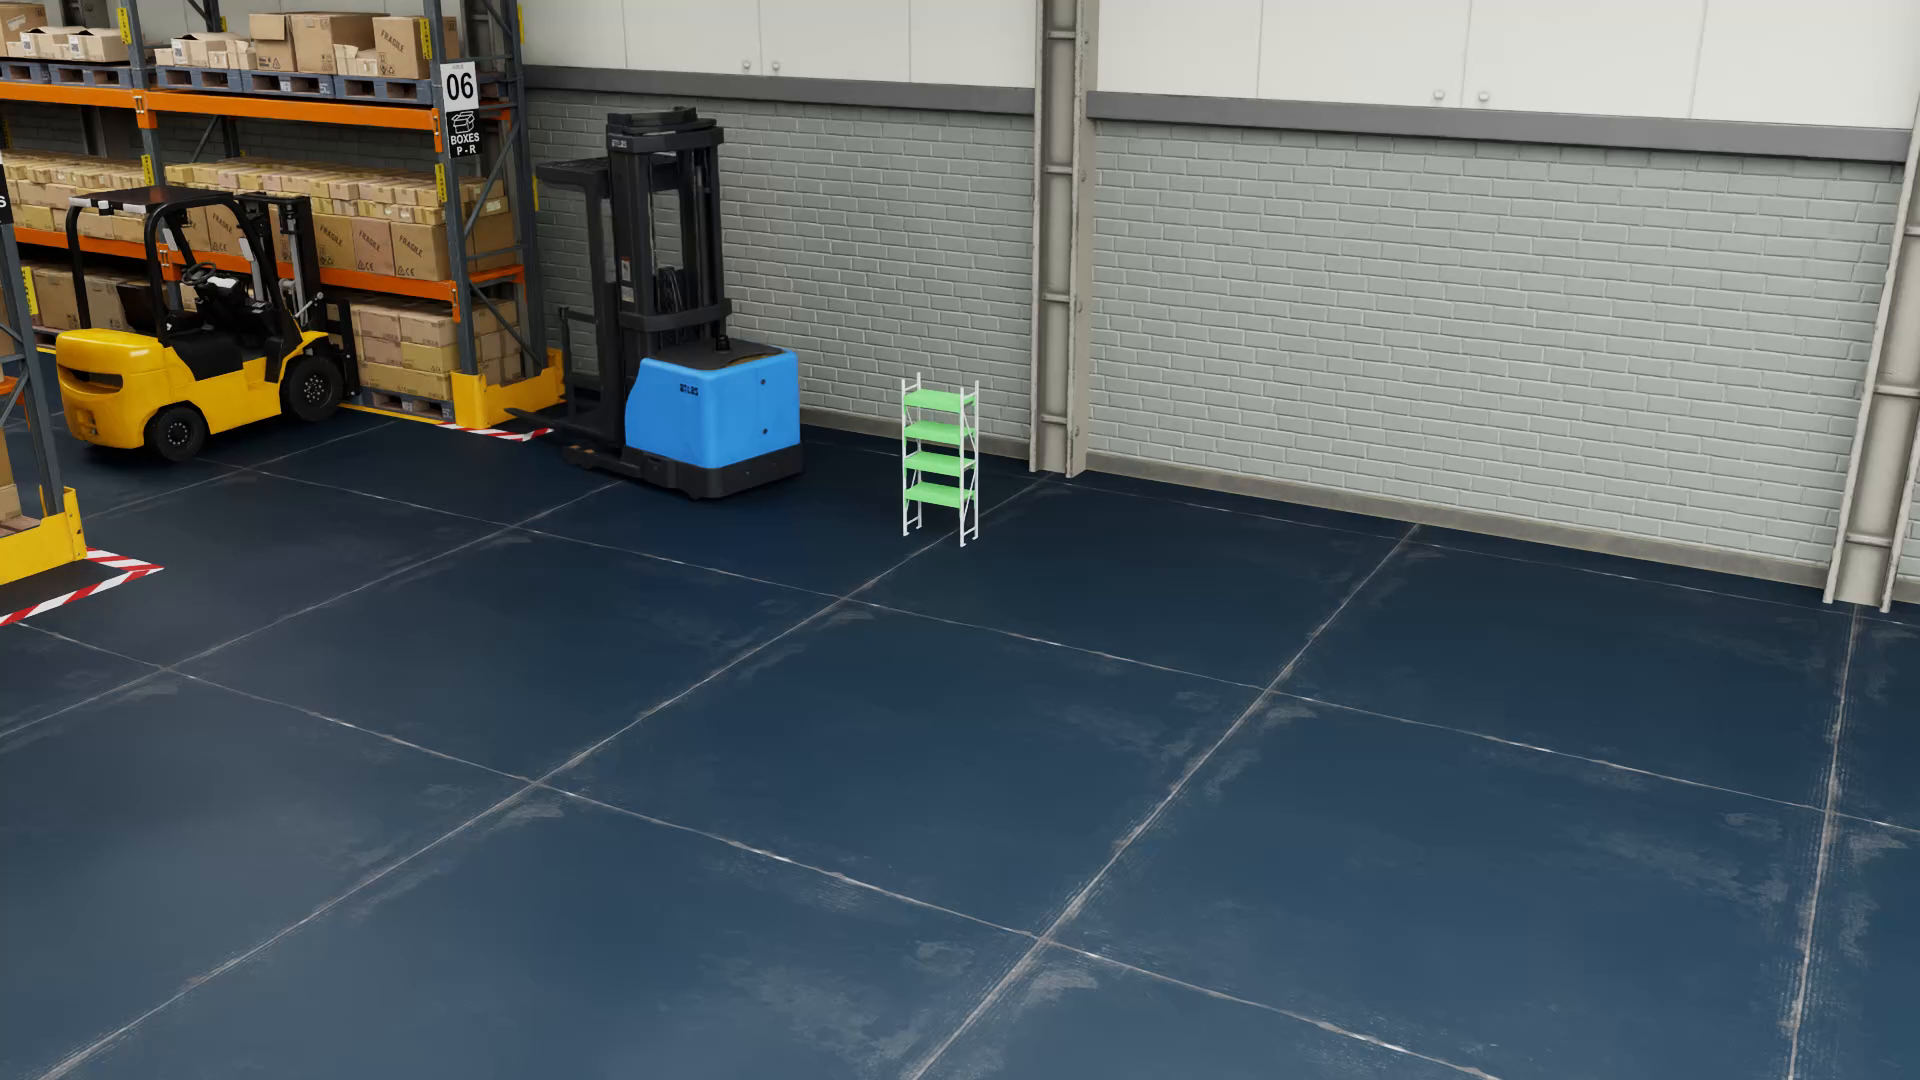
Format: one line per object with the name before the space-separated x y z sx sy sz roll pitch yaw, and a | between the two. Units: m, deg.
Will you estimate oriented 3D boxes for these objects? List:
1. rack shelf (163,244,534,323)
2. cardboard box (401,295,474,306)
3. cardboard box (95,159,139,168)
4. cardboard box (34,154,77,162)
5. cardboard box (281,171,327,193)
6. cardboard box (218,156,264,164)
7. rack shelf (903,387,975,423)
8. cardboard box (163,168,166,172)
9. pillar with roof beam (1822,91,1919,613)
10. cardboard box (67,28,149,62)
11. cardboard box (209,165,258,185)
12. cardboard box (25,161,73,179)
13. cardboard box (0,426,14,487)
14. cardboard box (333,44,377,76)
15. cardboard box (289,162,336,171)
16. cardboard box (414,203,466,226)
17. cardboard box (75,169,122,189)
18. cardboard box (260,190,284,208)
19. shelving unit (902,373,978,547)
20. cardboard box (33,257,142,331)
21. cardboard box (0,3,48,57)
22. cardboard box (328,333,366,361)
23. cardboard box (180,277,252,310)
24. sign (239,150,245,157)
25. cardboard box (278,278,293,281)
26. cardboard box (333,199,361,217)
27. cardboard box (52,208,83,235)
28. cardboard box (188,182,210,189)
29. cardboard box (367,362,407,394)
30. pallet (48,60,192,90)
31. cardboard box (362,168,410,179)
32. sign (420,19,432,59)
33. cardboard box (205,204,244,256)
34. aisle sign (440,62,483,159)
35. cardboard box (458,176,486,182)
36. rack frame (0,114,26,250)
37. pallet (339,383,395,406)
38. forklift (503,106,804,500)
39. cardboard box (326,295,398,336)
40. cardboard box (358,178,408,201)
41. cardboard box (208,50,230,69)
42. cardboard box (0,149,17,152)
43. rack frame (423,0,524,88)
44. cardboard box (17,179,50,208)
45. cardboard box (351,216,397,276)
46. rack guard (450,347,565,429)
rack shelf | -5.991 -2.610 16.218 4.000 0.370 1.077 11 23 27
cardboard box | -5.010 -2.209 16.007 0.500 0.250 0.500 11 23 27
cardboard box | -9.026 -3.983 17.849 0.250 0.149 0.380 11 22 27
cardboard box | -9.928 -4.146 18.299 0.250 0.149 0.380 11 22 27
cardboard box | -6.214 -3.405 15.819 0.250 0.149 0.380 11 23 28
cardboard box | -7.311 -3.810 16.935 0.250 0.149 0.380 11 23 27
rack shelf | -0.145 -0.983 12.094 0.480 0.148 0.258 11 23 27
cardboard box | -8.148 -3.816 17.388 0.250 0.149 0.380 10 22 26
pillar with roof beam | 3.964 -2.543 6.179 0.400 9.000 9.100 11 23 27
cardboard box | -8.487 -4.942 16.559 0.500 0.311 0.500 10 22 26
cardboard box | -7.104 -3.575 16.289 0.250 0.149 0.380 10 22 26
cardboard box | -9.688 -3.932 17.707 0.250 0.149 0.380 11 23 27
cardboard box | -7.253 -0.615 11.979 0.500 0.500 0.500 10 22 26
cardboard box | -5.338 -4.297 14.848 0.258 0.266 0.396 11 23 27
cardboard box | -6.409 -3.644 16.477 0.250 0.149 0.380 10 22 26
cardboard box | -4.684 -2.942 14.979 0.250 0.149 0.380 11 23 28
cardboard box | -8.860 -3.722 17.129 0.250 0.149 0.380 10 22 26
cardboard box | -6.483 -3.280 15.912 0.250 0.149 0.380 10 22 26
shelving unit | -0.145 -0.592 12.236 0.503 1.200 0.258 11 23 27
cardboard box | -9.529 -2.702 18.280 0.625 0.625 0.875 10 22 25
cardboard box | -9.827 -5.286 17.230 0.500 0.500 0.500 11 23 29
cardboard box | -5.716 -1.910 15.915 0.500 0.250 0.500 10 22 26
cardboard box | -7.467 -2.482 16.759 0.500 0.250 0.500 10 22 26
sign | -7.467 -3.891 17.307 0.005 0.325 0.100 11 23 27
cardboard box | -6.763 -2.552 16.952 0.500 0.250 0.500 10 22 27
cardboard box | -5.585 -3.112 15.448 0.250 0.149 0.380 10 22 26
cardboard box | -9.164 -3.390 17.533 0.500 0.250 0.500 11 23 28
cardboard box | -7.360 -3.459 16.405 0.250 0.149 0.380 11 23 29
cardboard box | -5.238 -1.590 15.767 0.500 0.250 0.500 11 23 27
pallet | -8.513 -4.744 16.927 1.217 0.209 0.805 10 22 25
cardboard box | -5.515 -3.475 16.013 0.250 0.149 0.380 10 22 26
sign | -4.521 -4.246 14.090 0.005 0.325 0.100 11 23 27
cardboard box | -7.014 -3.095 16.352 0.500 0.500 0.500 11 23 28
aisle sign | -4.331 -3.740 14.464 0.004 0.787 0.394 11 23 27
cardboard box | -4.635 -3.290 15.502 0.250 0.149 0.380 12 23 29
rack frame | -11.229 -3.946 18.846 0.127 3.000 1.000 11 23 27
pallet | -5.994 -1.623 16.530 1.213 0.211 1.003 11 23 27
forklift | -2.742 -2.094 13.841 3.031 2.935 1.130 16 26 38
cardboard box | -5.693 -2.139 15.812 0.500 0.250 0.500 11 23 28
cardboard box | -5.313 -3.235 15.351 0.250 0.149 0.380 11 23 28
cardboard box | -6.822 -4.525 15.647 0.250 0.149 0.380 12 23 29
cardboard box | -10.846 -4.305 18.735 0.250 0.149 0.380 12 23 29
rack frame | -4.245 -5.436 14.155 0.127 3.000 1.000 11 23 27
cardboard box | -9.618 -3.711 17.683 0.500 0.250 0.500 11 23 28
cardboard box | -5.251 -2.756 15.417 0.500 0.500 0.500 12 23 29
rack guard | -4.224 -1.437 15.593 0.348 0.500 1.175 11 23 27
